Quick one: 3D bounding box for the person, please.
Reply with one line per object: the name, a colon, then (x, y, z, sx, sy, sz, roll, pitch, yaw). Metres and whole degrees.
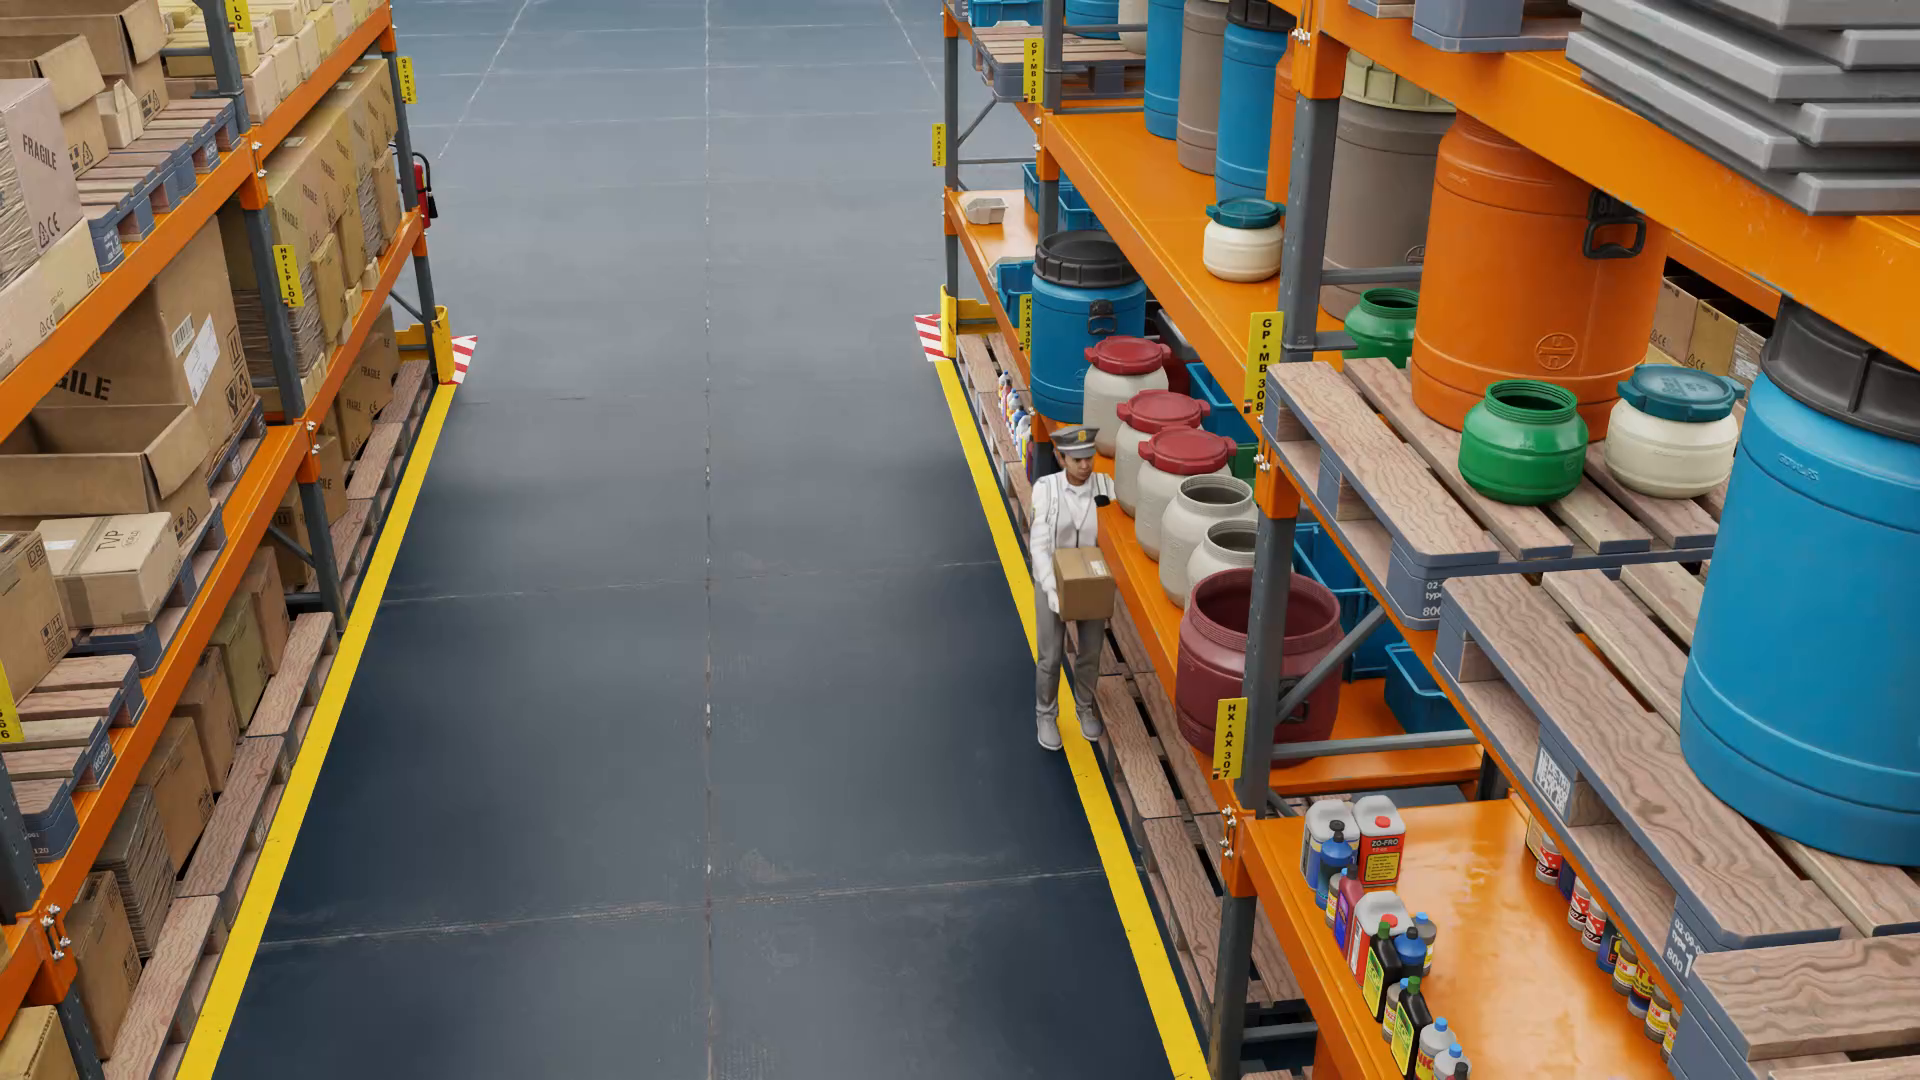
person: (0.560, 0.250, 8.113, 0.446, 1.691, 0.518, -4, 28, -8)
